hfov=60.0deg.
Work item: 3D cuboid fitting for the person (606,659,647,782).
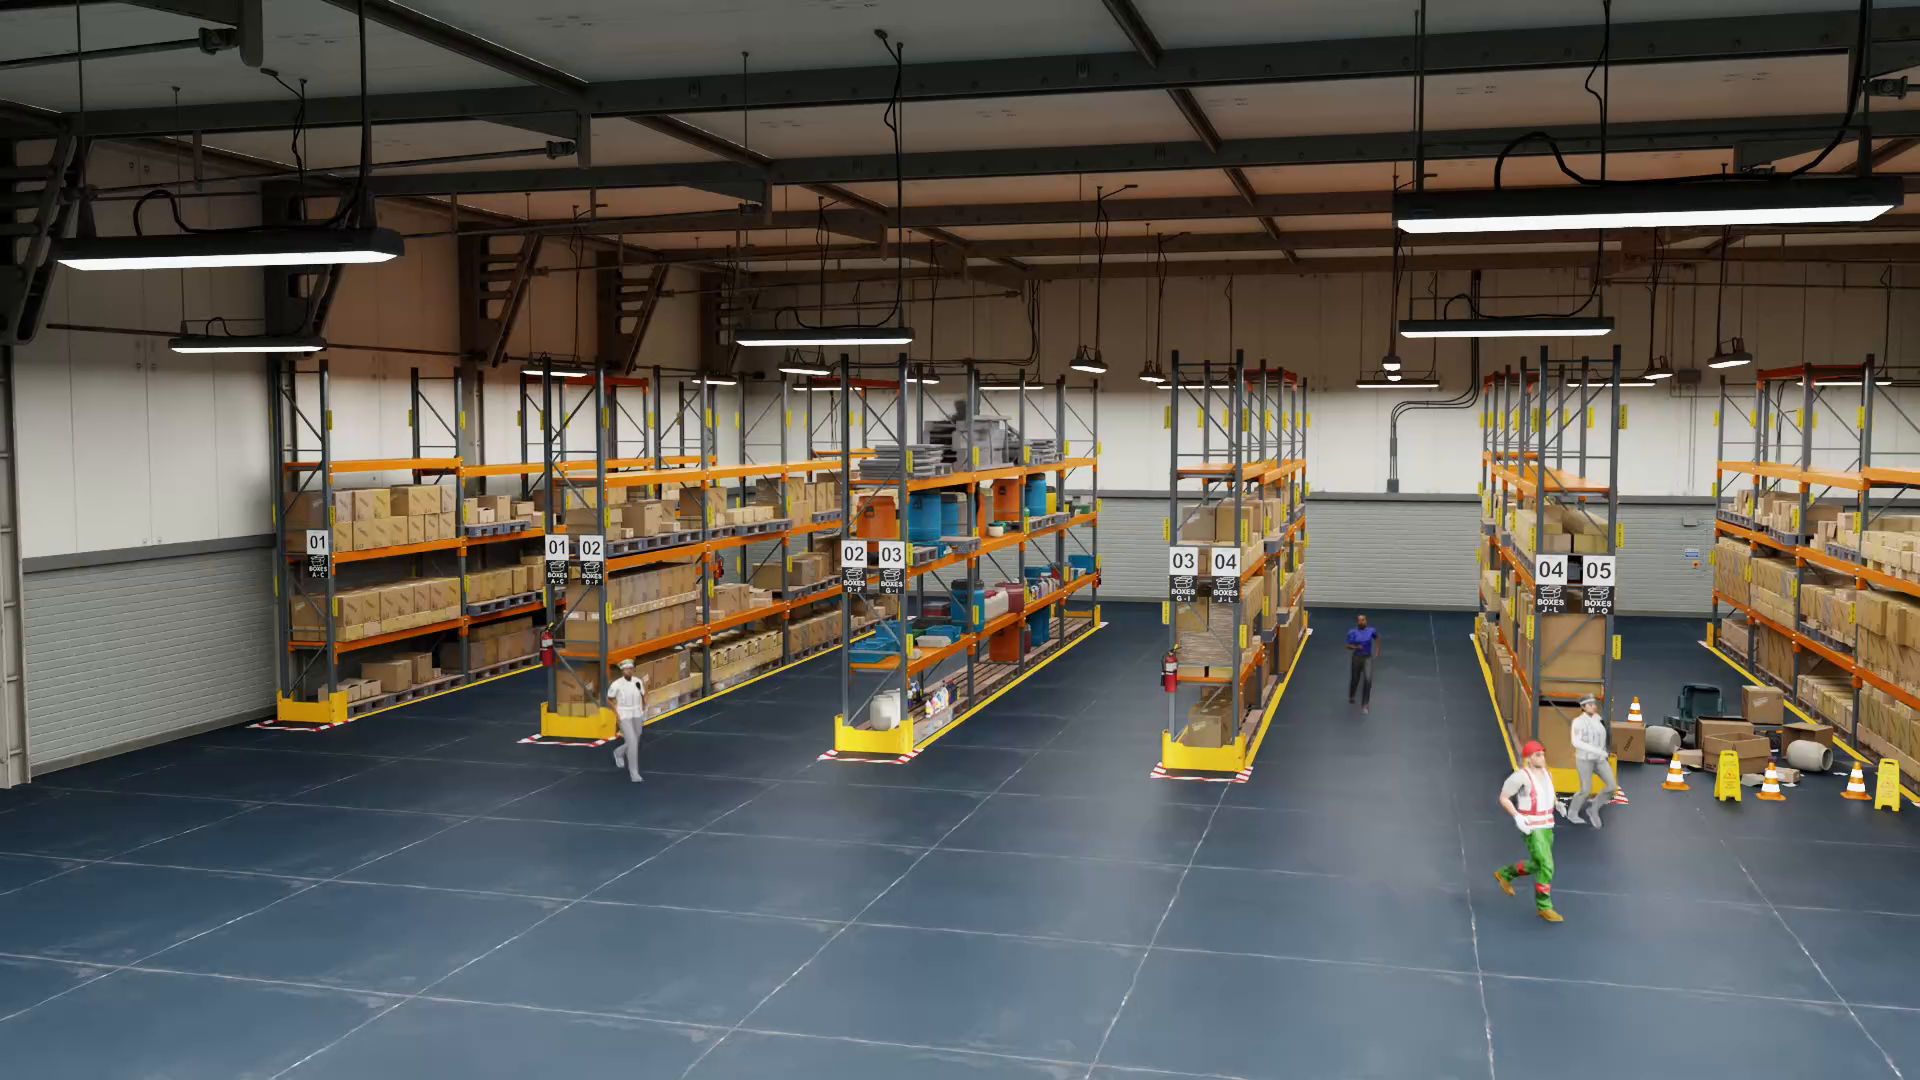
[{"bbox_3d":[-4.633,2.497,23.287,0.574,1.702,0.730,-3,5,-38],"label":"person"}]

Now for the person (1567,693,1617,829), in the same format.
[{"bbox_3d":[7.770,2.704,20.441,0.623,1.678,0.653,-2,4,-23],"label":"person"}]

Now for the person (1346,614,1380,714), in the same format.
[{"bbox_3d":[6.951,2.118,28.735,0.586,1.704,0.892,1,4,10],"label":"person"}]

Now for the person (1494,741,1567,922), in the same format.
[{"bbox_3d":[5.799,2.912,16.880,0.646,1.779,0.816,-3,5,-34],"label":"person"}]
